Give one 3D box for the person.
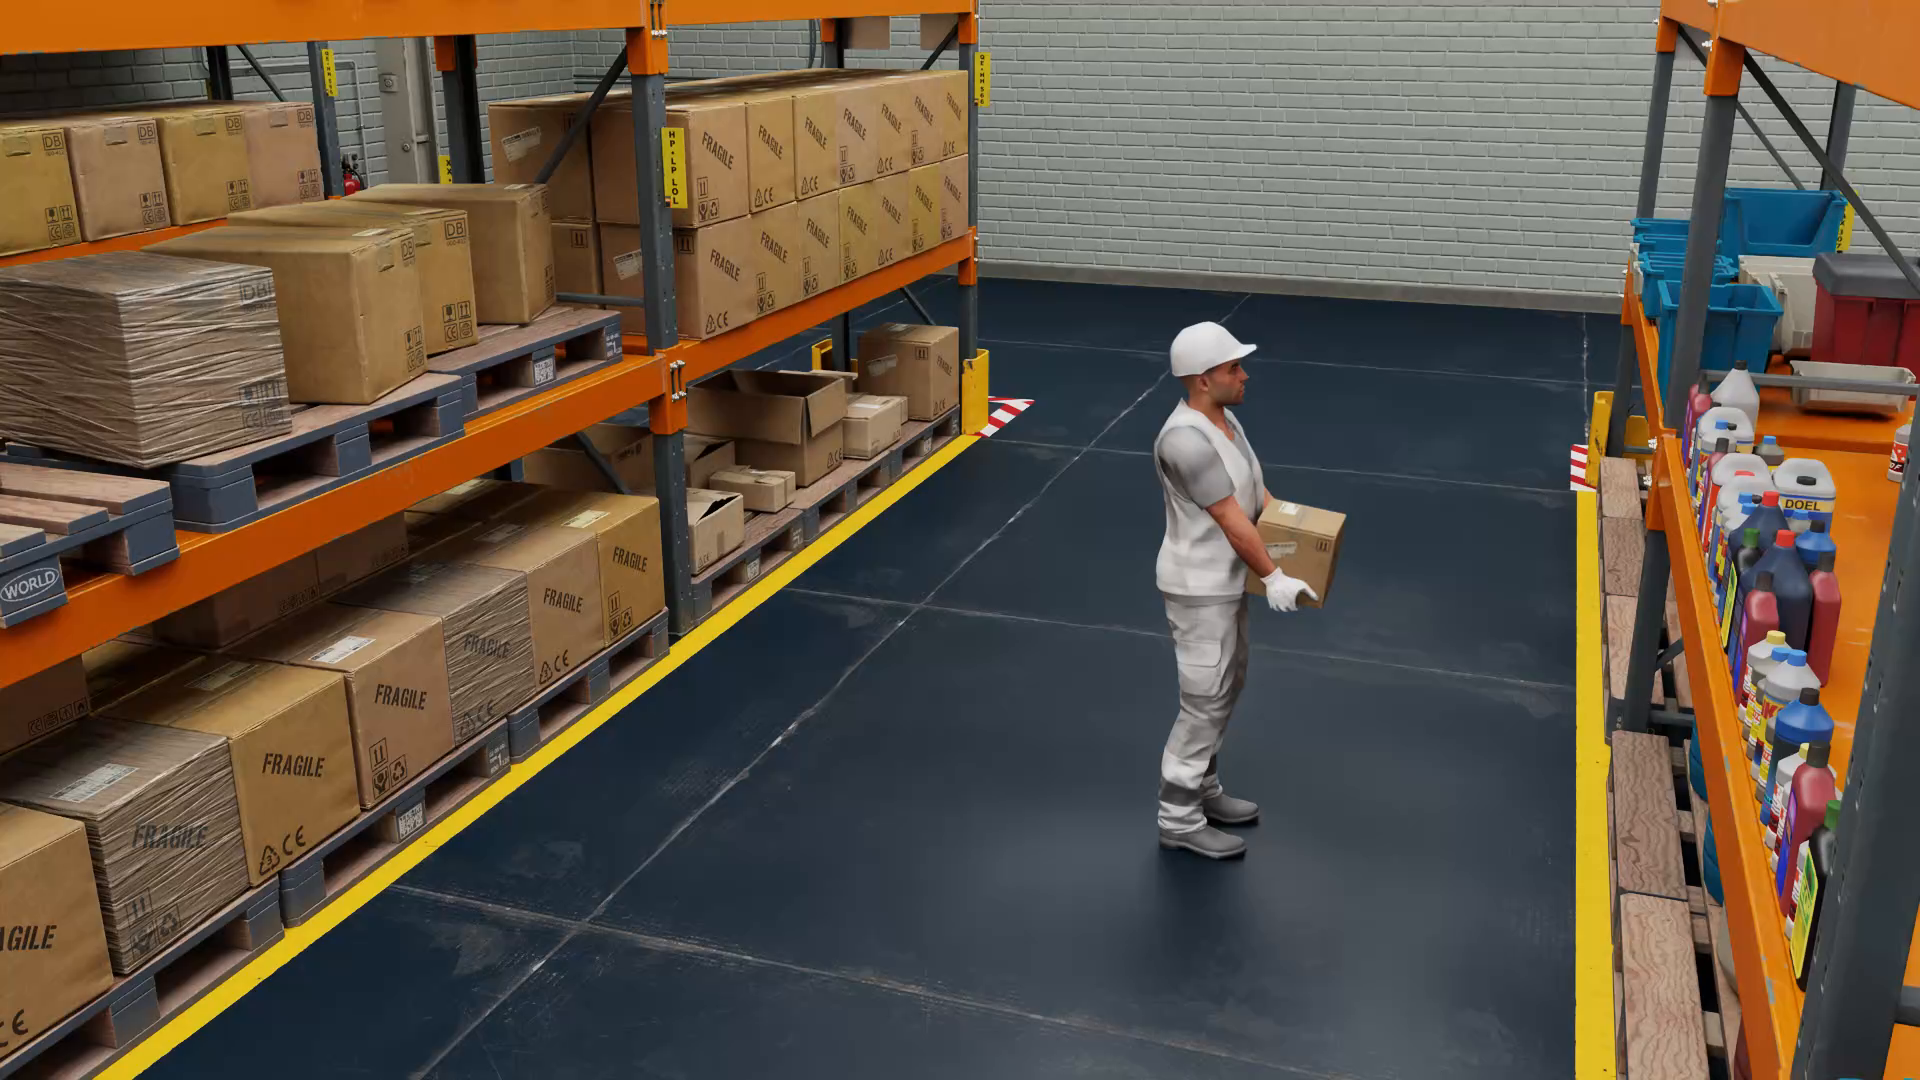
[{"bbox_3d":[0.927,0.174,5.507,0.556,1.784,0.494,7,20,19],"label":"person"}]
